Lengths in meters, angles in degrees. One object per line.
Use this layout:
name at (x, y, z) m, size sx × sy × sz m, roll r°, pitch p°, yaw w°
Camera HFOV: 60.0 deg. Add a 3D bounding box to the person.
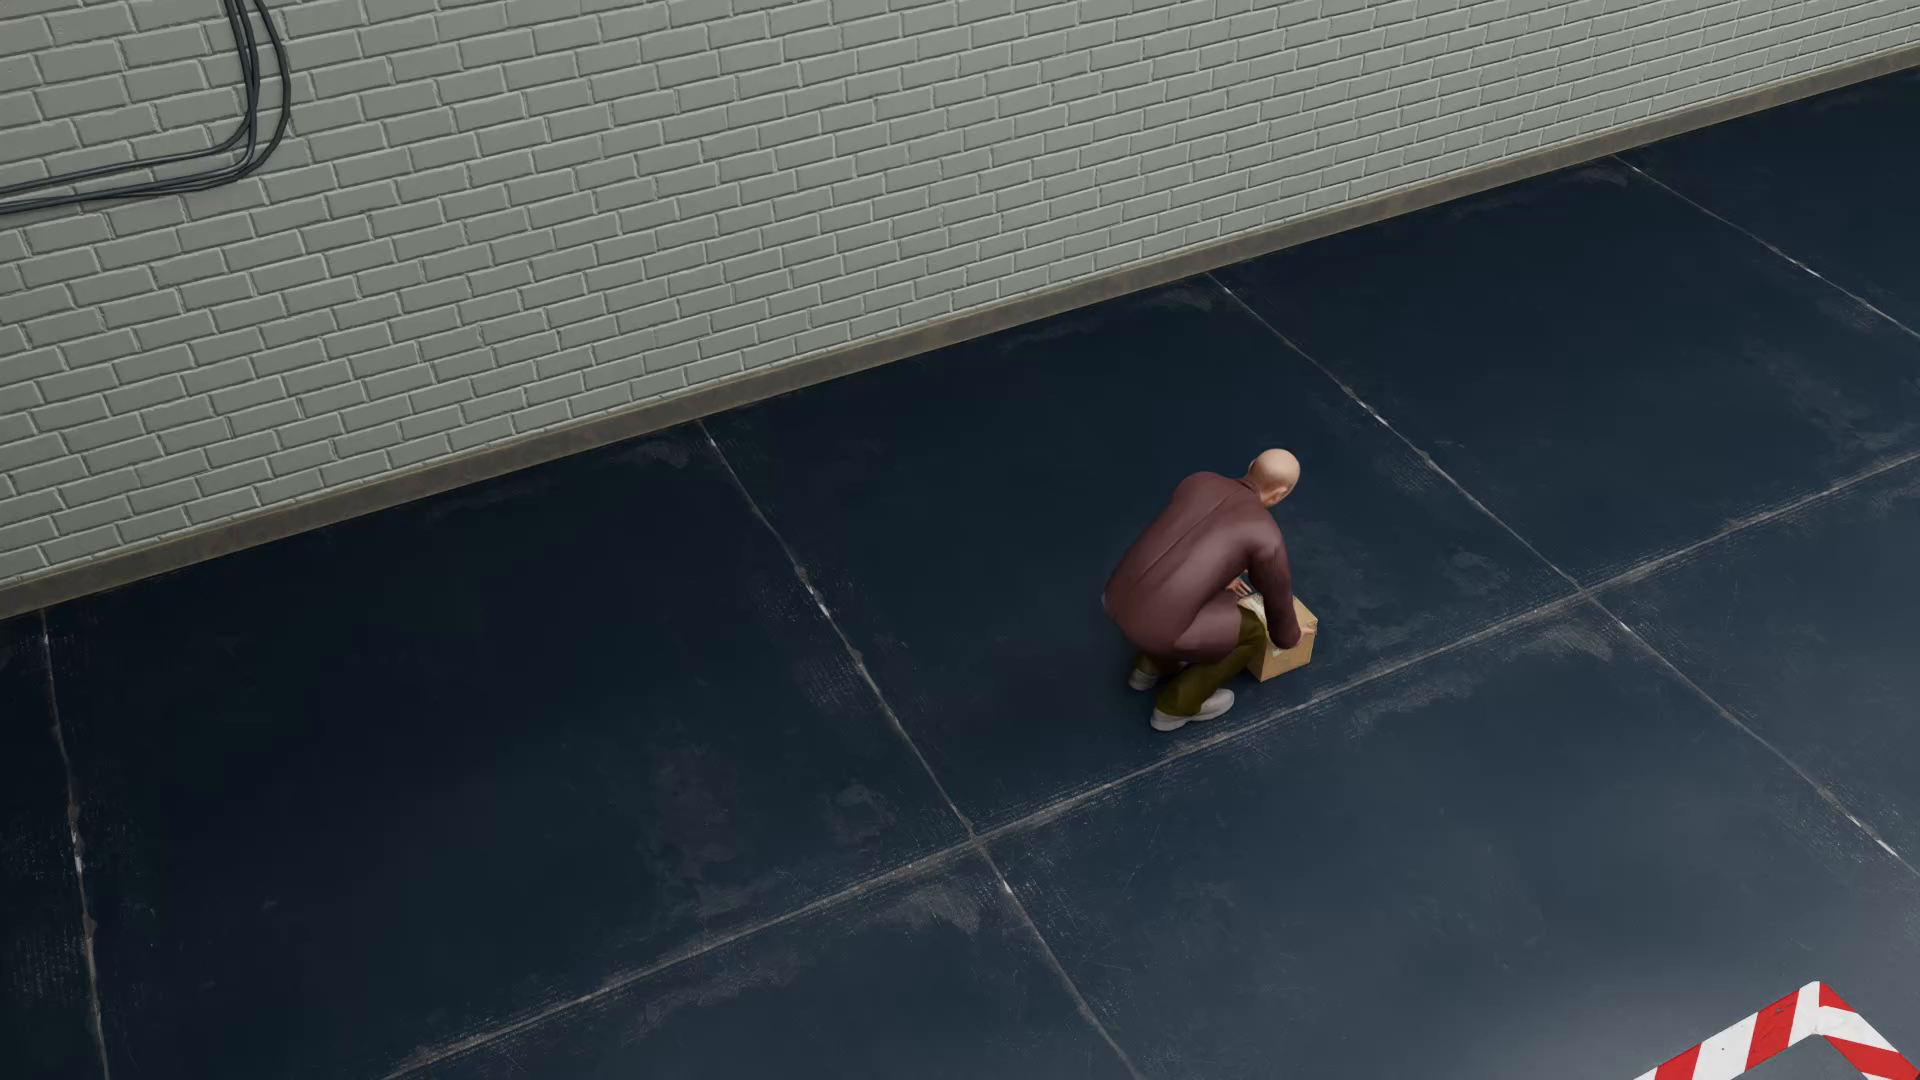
person at (0.952, 0.194, 6.519) m, size 0.878 × 1.029 × 0.612 m, roll -19°, pitch 44°, yaw -21°
